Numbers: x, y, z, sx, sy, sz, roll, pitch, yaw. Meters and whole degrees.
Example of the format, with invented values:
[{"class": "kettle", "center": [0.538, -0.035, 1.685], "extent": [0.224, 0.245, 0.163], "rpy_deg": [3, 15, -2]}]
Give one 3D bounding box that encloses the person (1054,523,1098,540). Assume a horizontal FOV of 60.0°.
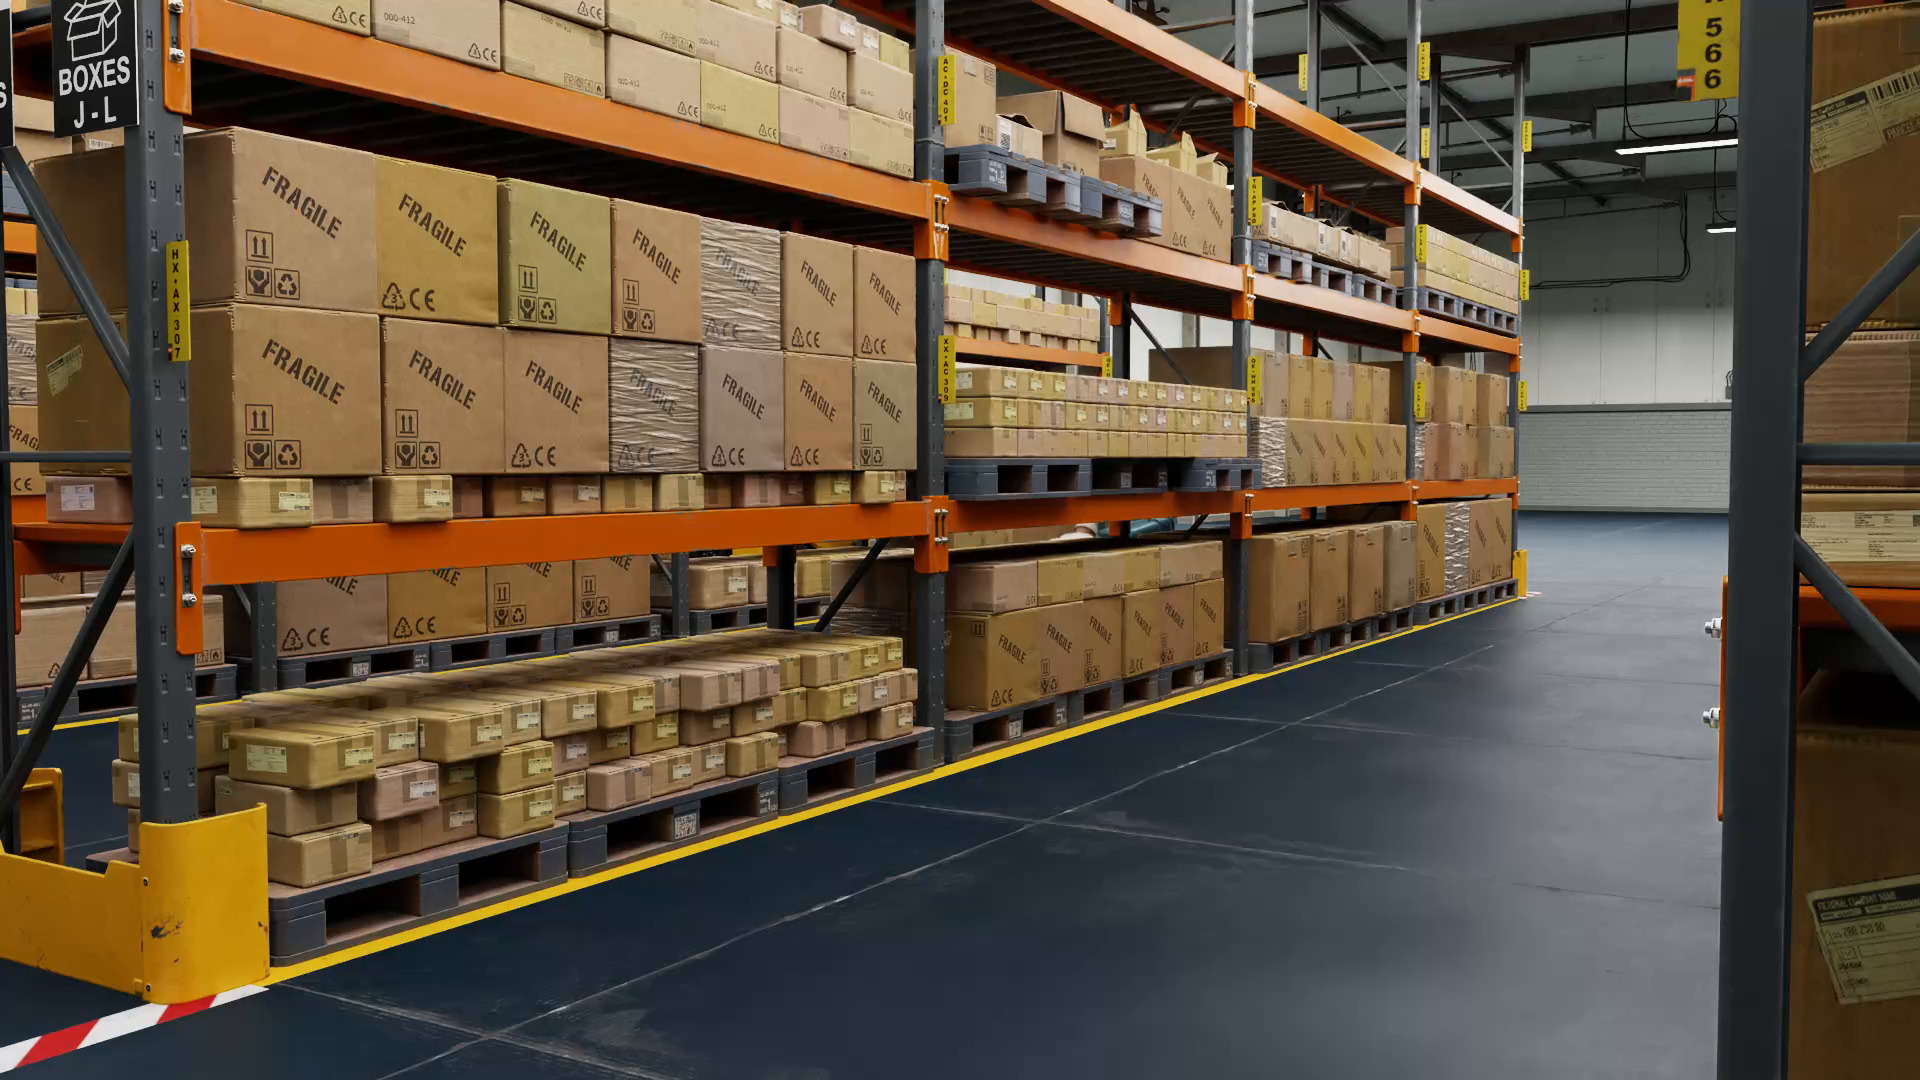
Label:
[{"class": "person", "center": [1.011, 0.321, 14.252], "extent": [0.552, 0.997, 0.890], "rpy_deg": [2, 3, 30]}]
